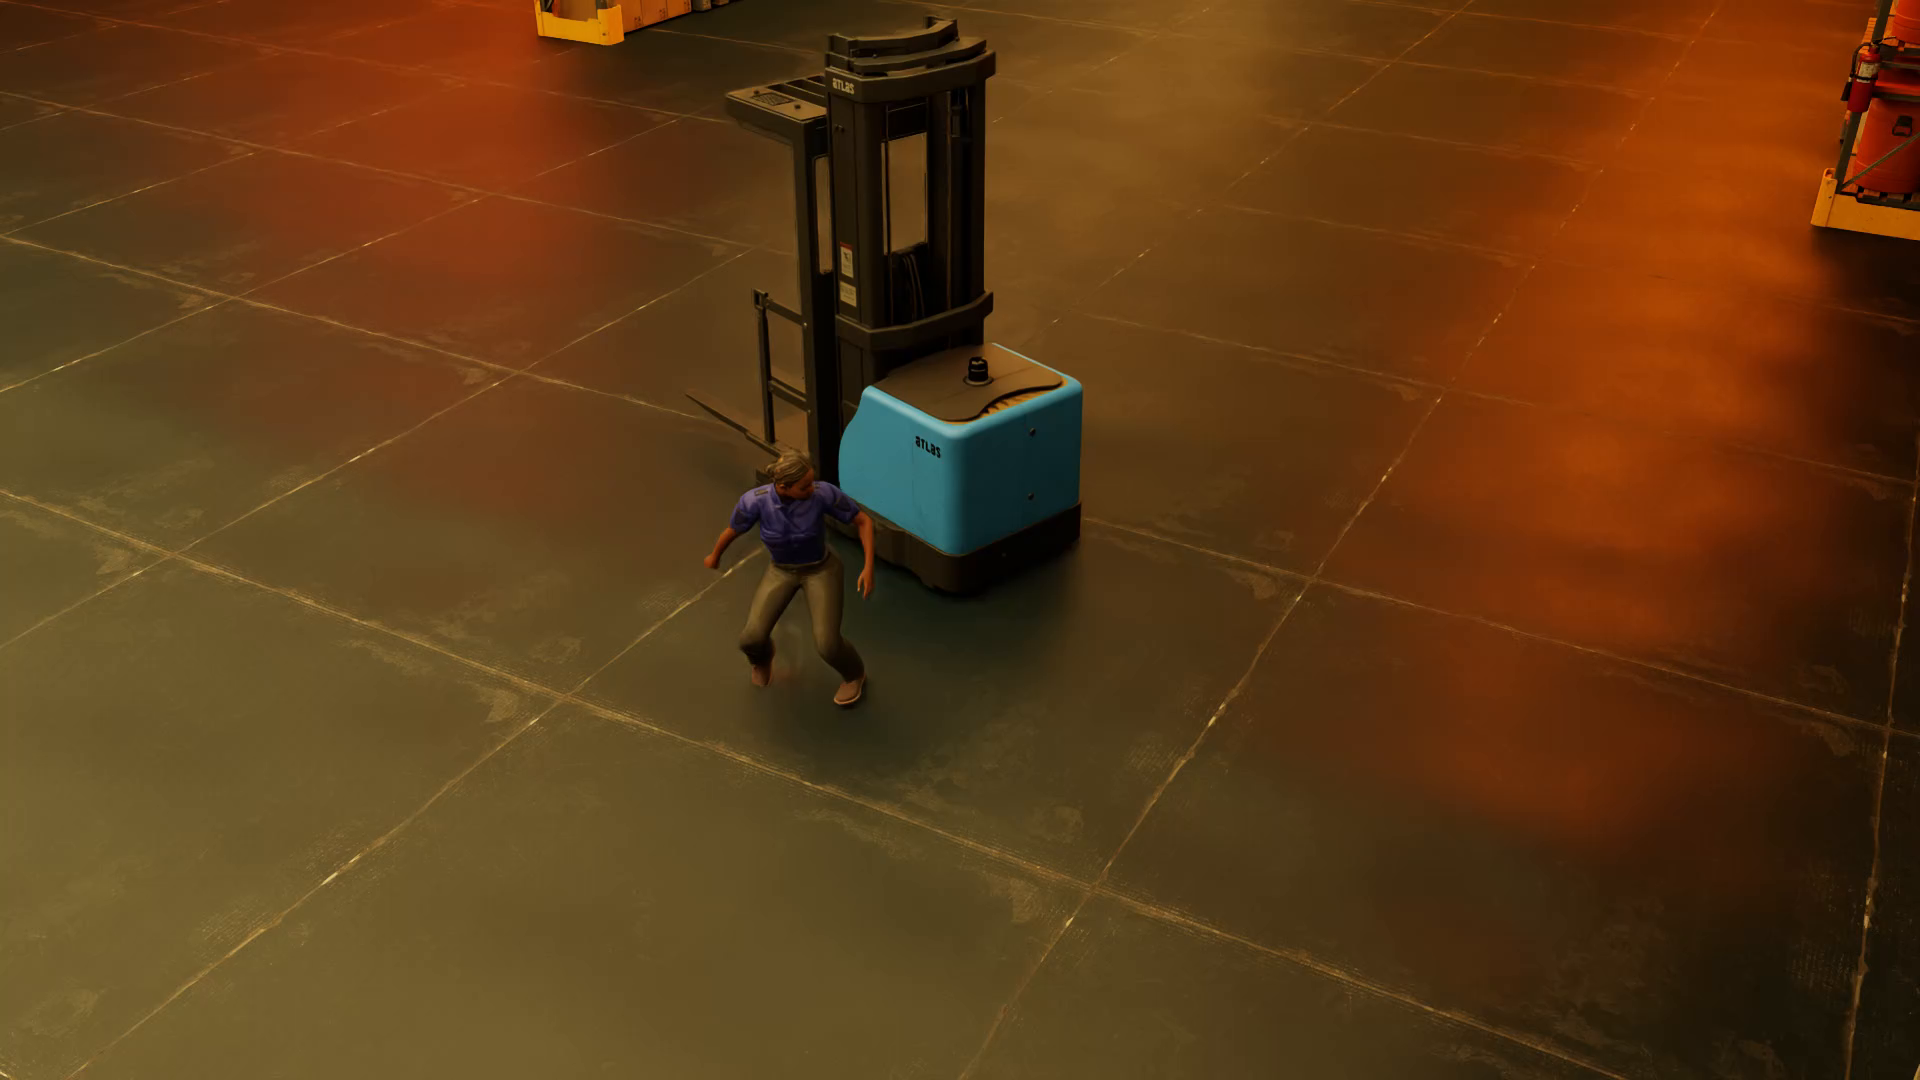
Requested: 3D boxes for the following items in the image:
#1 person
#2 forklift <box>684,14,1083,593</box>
[{"bbox_3d":[-0.852,0.195,8.252,0.916,1.536,0.461,3,30,4],"label":"person"},{"bbox_3d":[-0.633,-1.631,9.897,1.130,2.935,3.031,-24,37,-35],"label":"forklift"}]
